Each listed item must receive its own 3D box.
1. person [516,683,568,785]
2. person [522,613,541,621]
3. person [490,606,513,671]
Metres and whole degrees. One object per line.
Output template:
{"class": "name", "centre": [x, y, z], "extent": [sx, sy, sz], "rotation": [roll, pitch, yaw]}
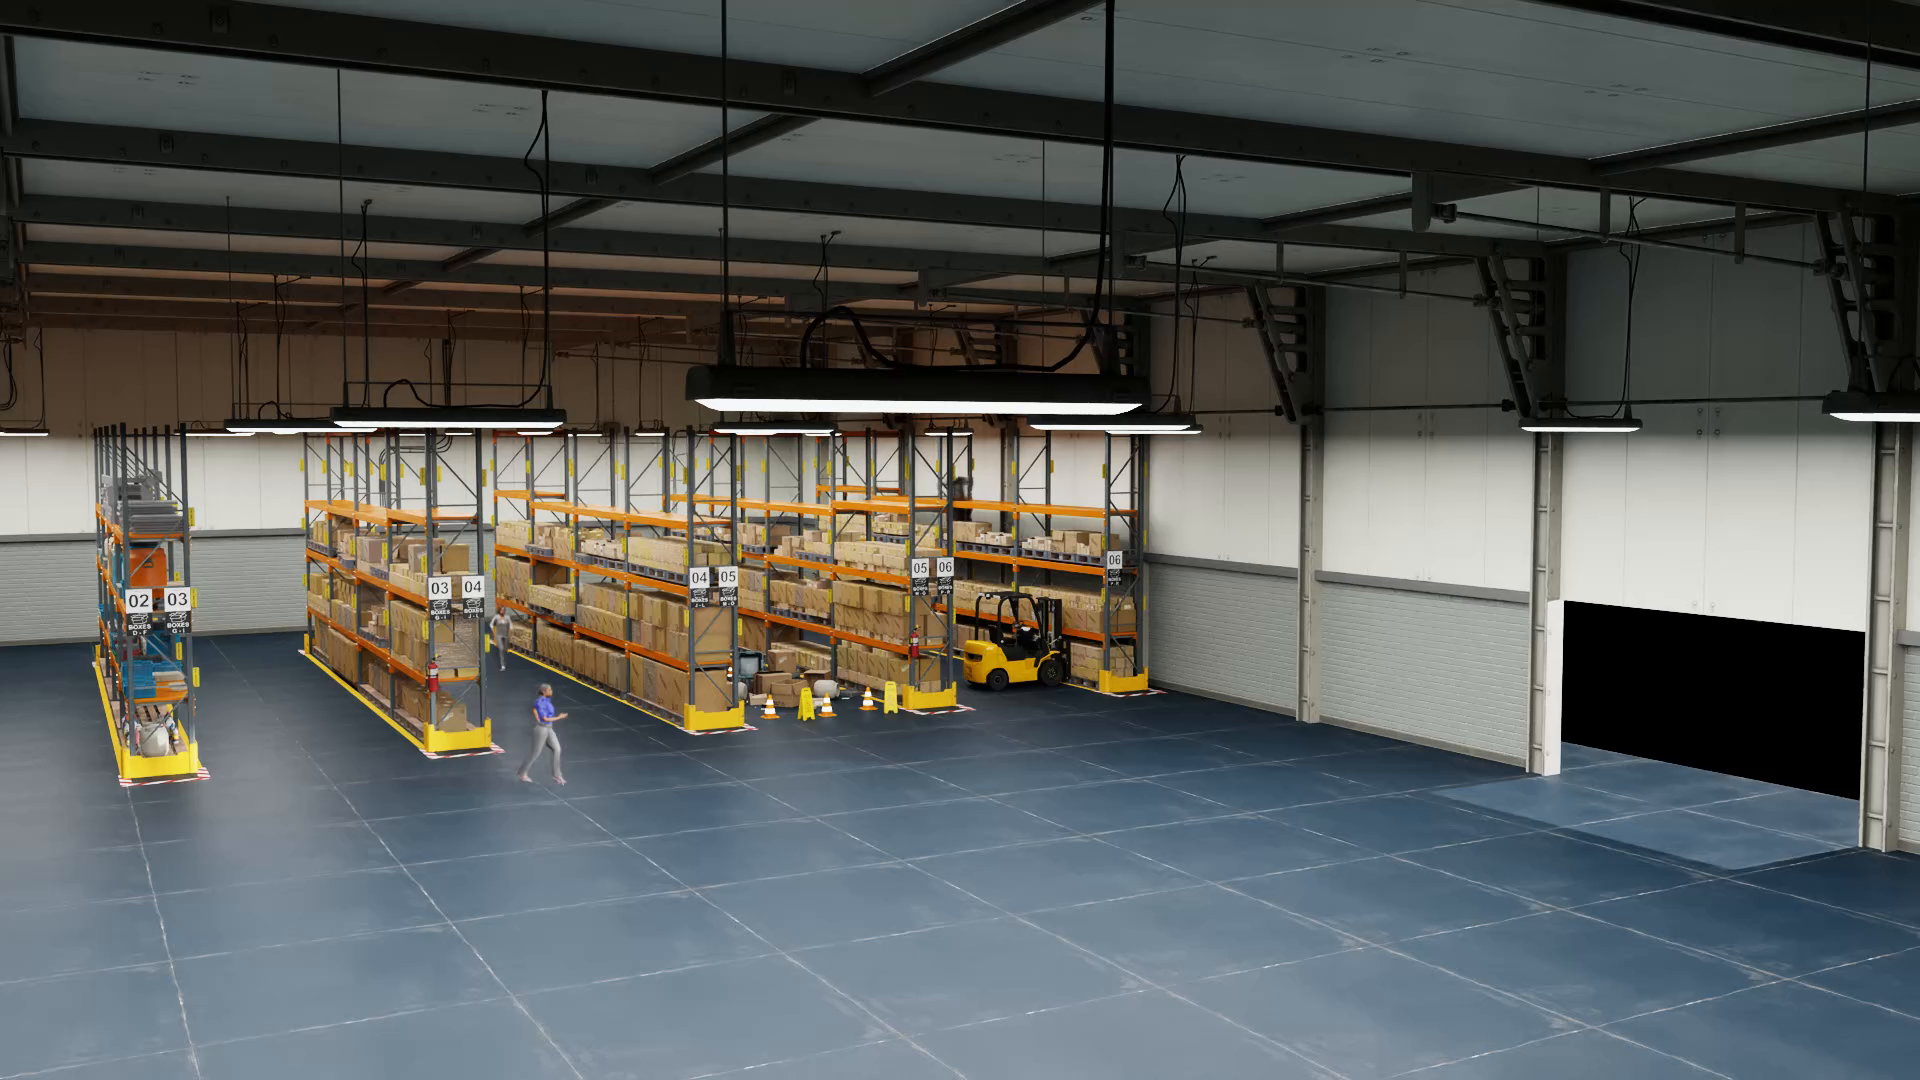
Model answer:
{"class": "person", "centre": [-6.918, 3.219, 27.509], "extent": [0.861, 1.705, 0.527], "rotation": [0, 3, 5]}
{"class": "person", "centre": [-12.449, 1.946, 48.215], "extent": [1.024, 1.765, 0.704], "rotation": [-2, 4, -32]}
{"class": "person", "centre": [-11.421, 2.429, 41.438], "extent": [0.558, 1.604, 0.800], "rotation": [-2, 4, -25]}
